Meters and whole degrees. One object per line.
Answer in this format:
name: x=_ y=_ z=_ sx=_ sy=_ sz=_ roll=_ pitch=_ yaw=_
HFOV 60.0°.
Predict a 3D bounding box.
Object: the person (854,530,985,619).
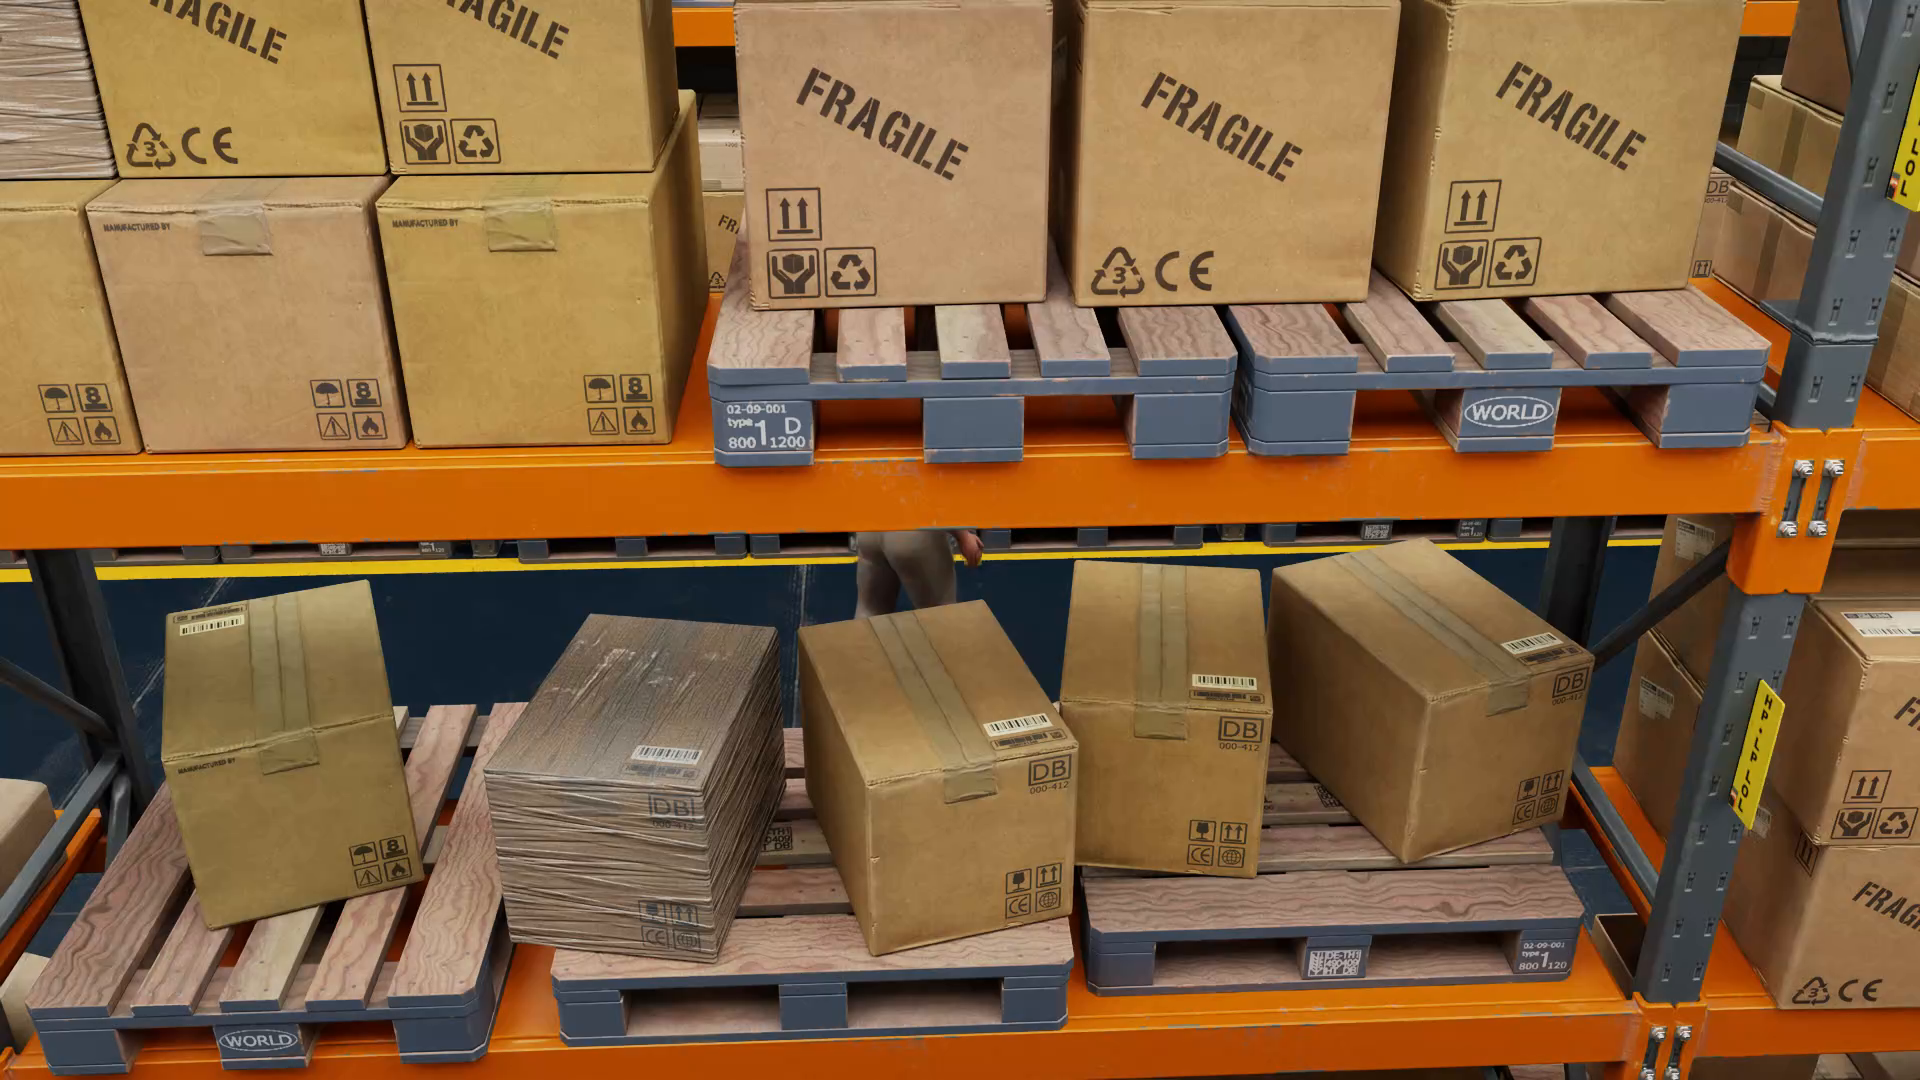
person: x=-0.190 y=-0.044 z=7.198 sx=0.620 sy=1.722 sz=0.570 roll=22 pitch=35 yaw=36
